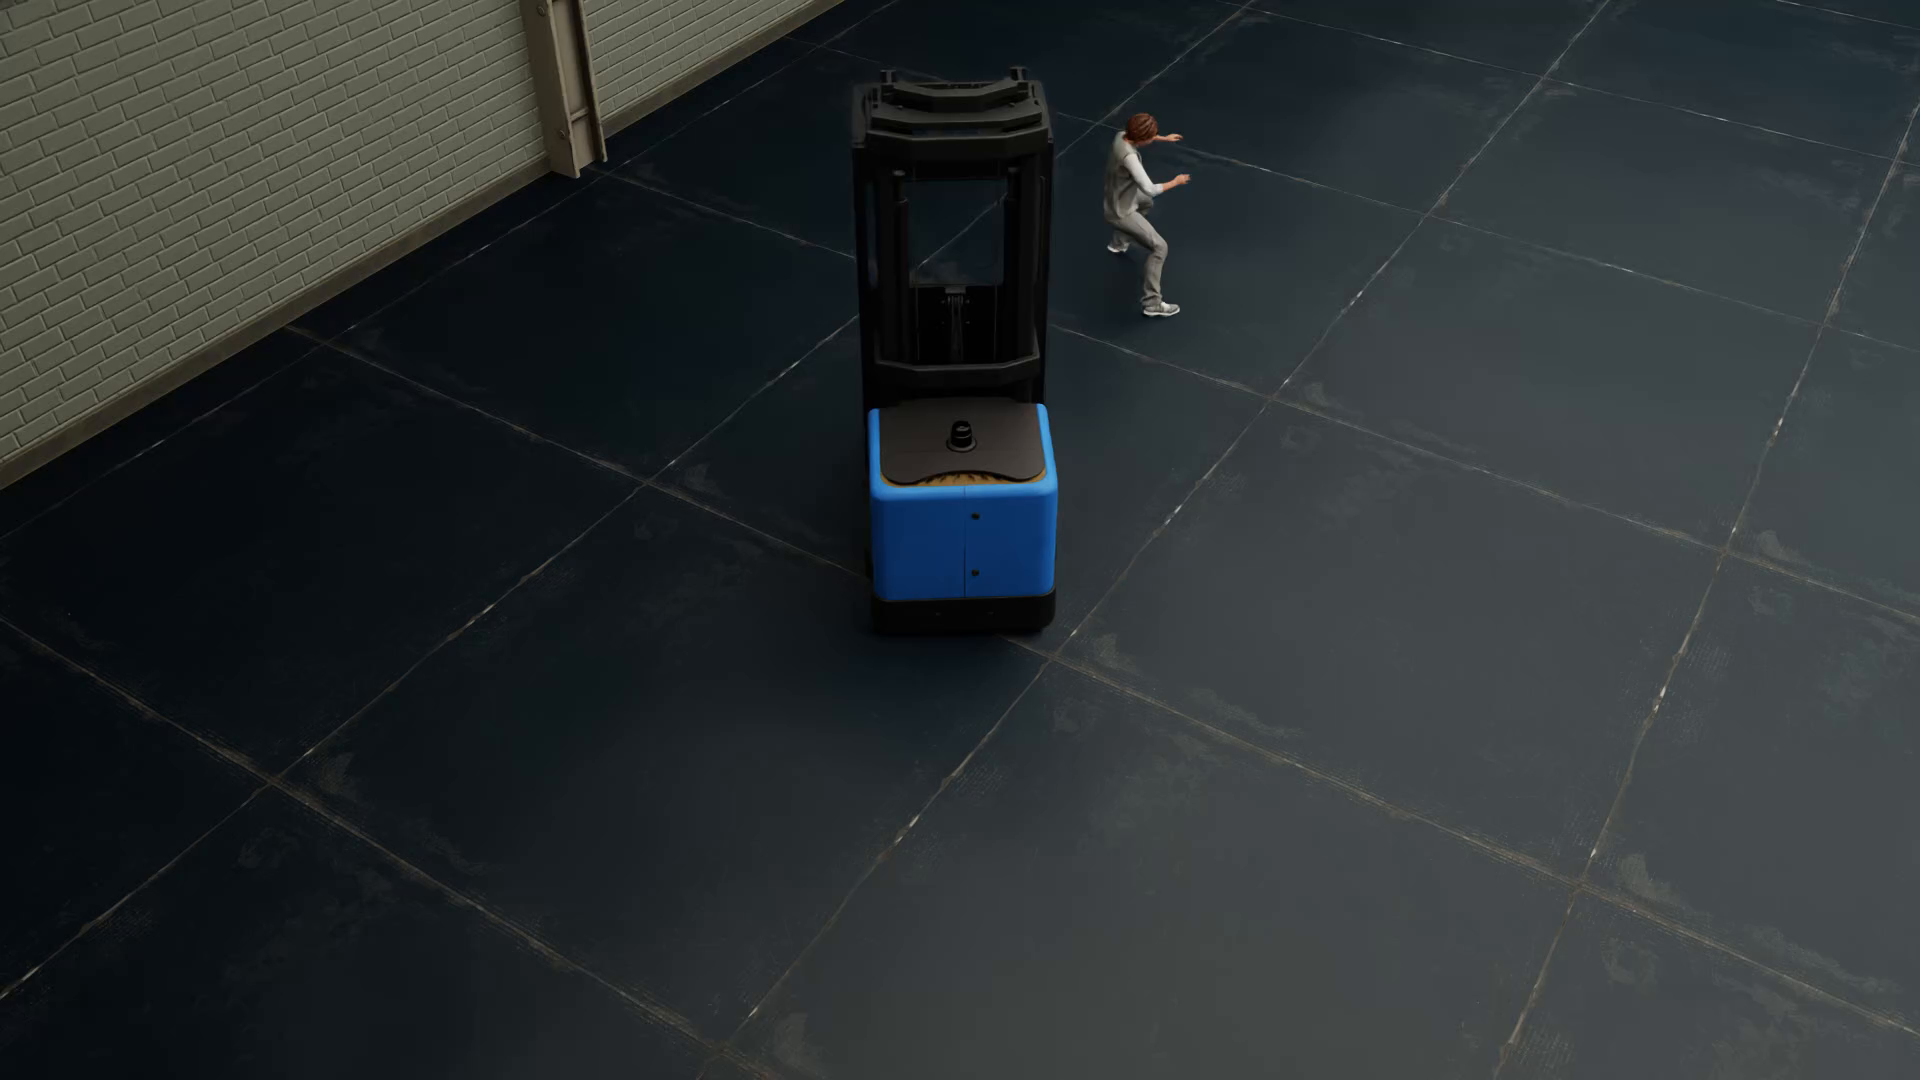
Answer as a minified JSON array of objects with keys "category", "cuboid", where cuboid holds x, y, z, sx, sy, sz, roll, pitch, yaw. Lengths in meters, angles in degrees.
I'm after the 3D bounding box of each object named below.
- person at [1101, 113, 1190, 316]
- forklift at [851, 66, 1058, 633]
[{"category":"person","cuboid":[1.334,-2.467,12.093,0.618,1.360,0.997,0,40,0]},{"category":"forklift","cuboid":[-0.053,-1.526,9.768,1.130,2.935,3.031,-2,40,-2]}]
